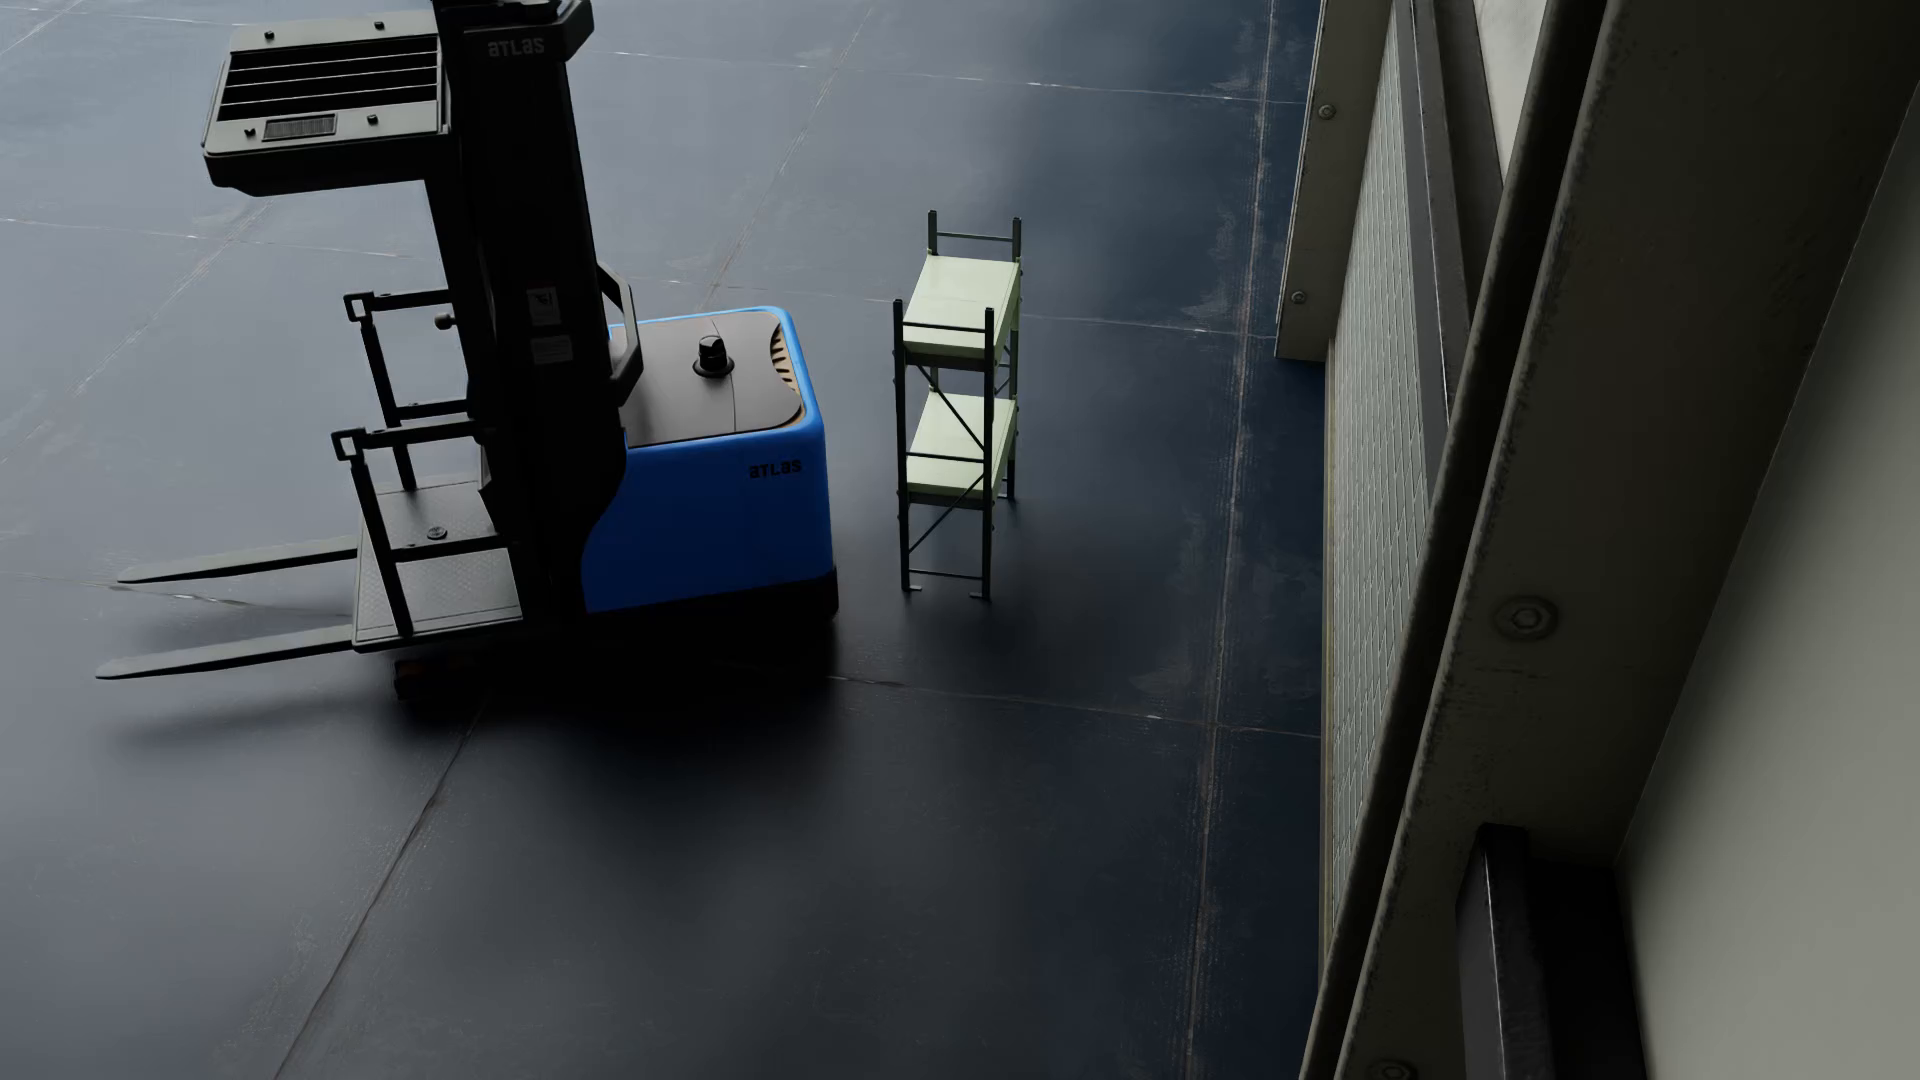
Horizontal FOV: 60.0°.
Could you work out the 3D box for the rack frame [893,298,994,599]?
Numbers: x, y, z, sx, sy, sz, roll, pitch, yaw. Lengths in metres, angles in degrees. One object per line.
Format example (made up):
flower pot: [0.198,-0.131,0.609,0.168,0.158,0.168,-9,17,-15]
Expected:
rack frame: [-0.064,-0.344,6.989,0.400,1.500,0.023,6,40,8]

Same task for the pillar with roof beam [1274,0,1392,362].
pillar with roof beam: [-2.364,-5.033,6.776,9.100,9.000,0.400,6,40,8]

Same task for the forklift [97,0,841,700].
forklift: [-2.096,-0.834,6.458,3.031,2.935,1.130,-9,40,-10]

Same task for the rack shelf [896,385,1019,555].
rack shelf: [-0.001,-0.323,7.475,0.431,0.370,0.720,6,40,8]

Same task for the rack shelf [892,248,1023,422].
rack shelf: [-0.001,-0.875,7.018,0.431,0.370,0.720,6,40,8]

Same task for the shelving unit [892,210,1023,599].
shelving unit: [-0.001,-0.574,7.267,0.431,1.500,0.755,6,40,8]

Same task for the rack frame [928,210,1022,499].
rack frame: [0.062,-0.804,7.545,0.400,1.500,0.023,6,40,8]
